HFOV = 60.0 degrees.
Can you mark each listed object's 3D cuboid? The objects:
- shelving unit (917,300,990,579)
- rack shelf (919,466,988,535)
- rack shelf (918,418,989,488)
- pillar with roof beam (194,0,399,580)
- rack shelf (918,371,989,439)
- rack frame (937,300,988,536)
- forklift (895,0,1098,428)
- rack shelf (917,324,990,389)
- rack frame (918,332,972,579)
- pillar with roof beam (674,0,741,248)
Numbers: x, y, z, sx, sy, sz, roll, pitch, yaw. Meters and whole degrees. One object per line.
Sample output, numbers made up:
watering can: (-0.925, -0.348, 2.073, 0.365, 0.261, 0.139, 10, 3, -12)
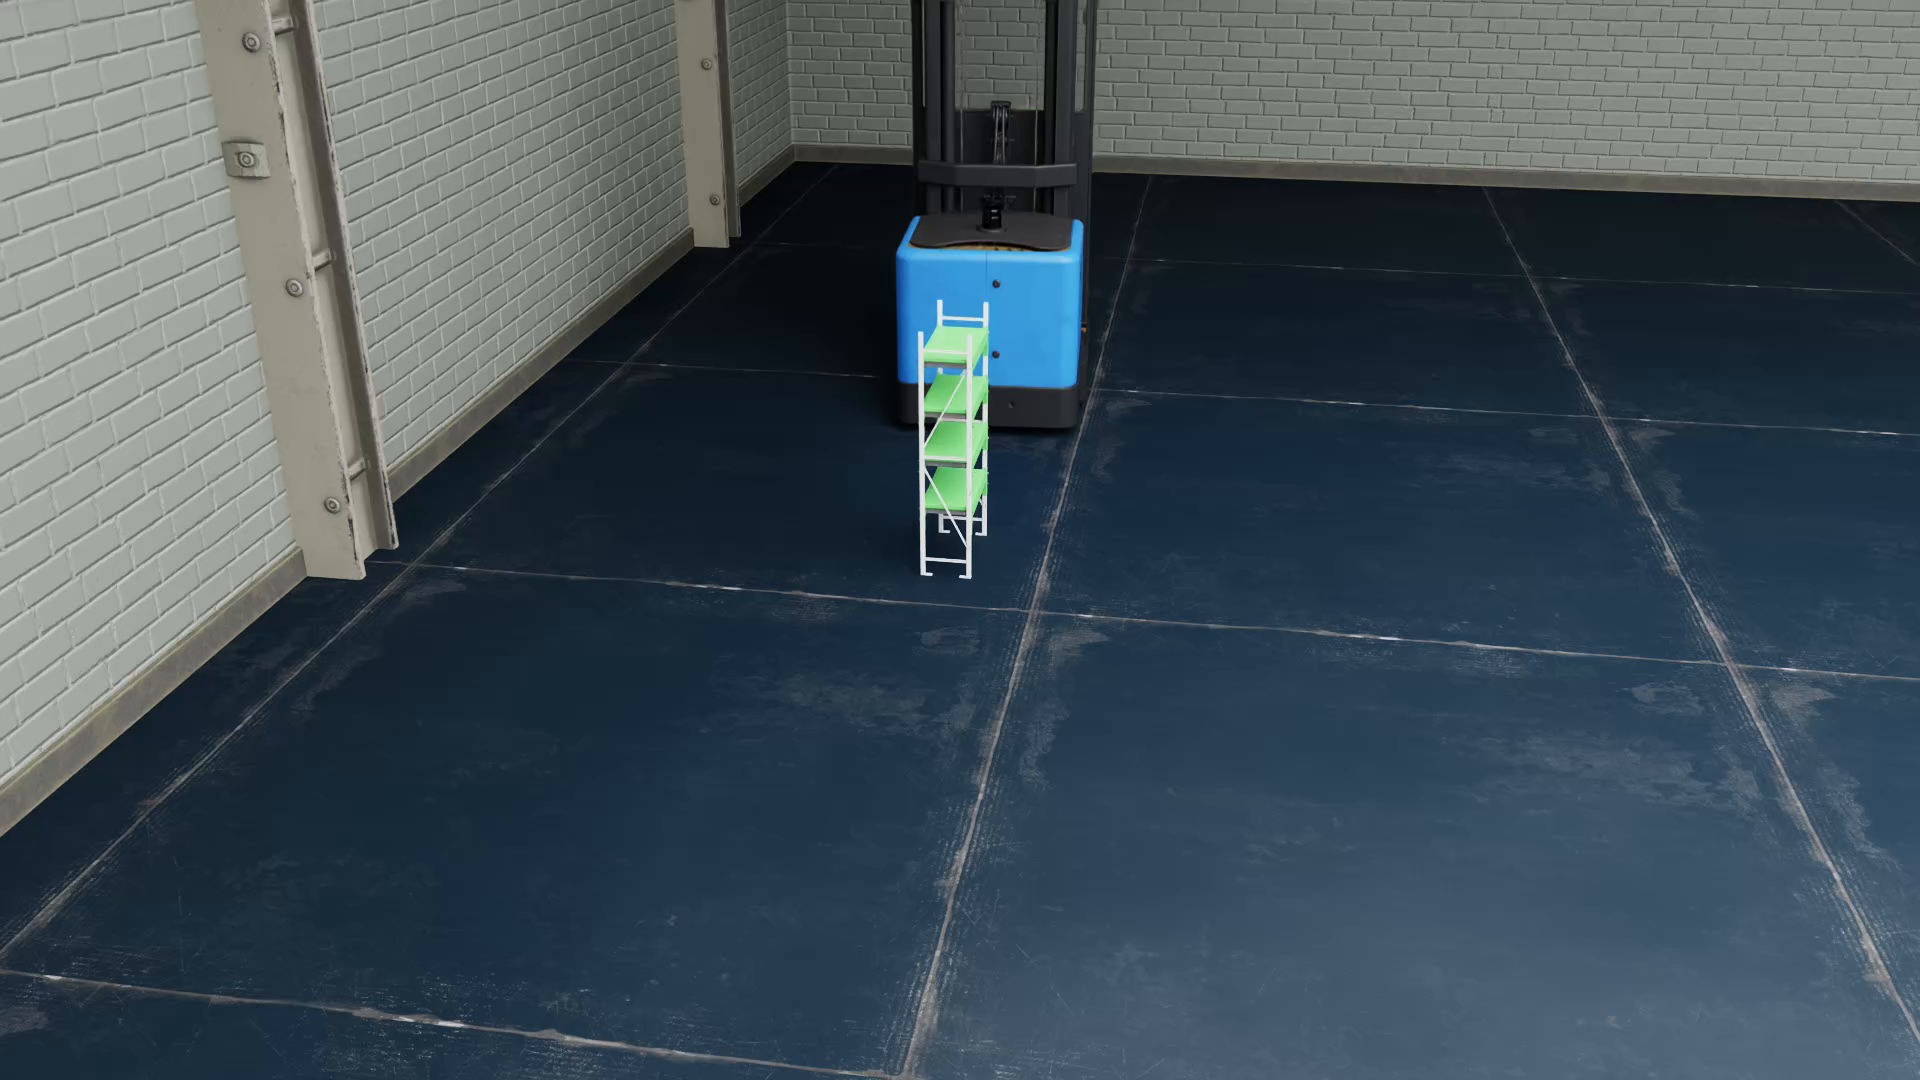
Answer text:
shelving unit: (-0.027, -0.474, 7.848, 0.258, 1.200, 0.503, 4, 25, 9)
rack shelf: (-0.027, -0.199, 7.977, 0.258, 0.148, 0.480, 4, 25, 9)
rack shelf: (-0.027, -0.416, 7.875, 0.258, 0.148, 0.480, 4, 25, 9)
pillar with roof beam: (1.300, -3.682, 5.501, 9.100, 9.000, 0.400, 4, 25, 9)
rack shelf: (-0.027, -0.634, 7.773, 0.258, 0.148, 0.480, 4, 25, 9)
rack frame: (0.013, -0.576, 8.066, 0.240, 1.200, 0.015, 4, 25, 9)
forklift: (0.282, -2.550, 10.240, 1.130, 2.935, 3.031, 2, 25, 5)
rack shelf: (-0.027, -0.851, 7.671, 0.258, 0.148, 0.480, 4, 25, 9)
rack frame: (-0.067, -0.372, 7.630, 0.240, 1.200, 0.015, 4, 25, 9)
pillar with roof beam: (2.281, -6.191, 10.862, 9.100, 9.000, 0.400, 4, 25, 9)
